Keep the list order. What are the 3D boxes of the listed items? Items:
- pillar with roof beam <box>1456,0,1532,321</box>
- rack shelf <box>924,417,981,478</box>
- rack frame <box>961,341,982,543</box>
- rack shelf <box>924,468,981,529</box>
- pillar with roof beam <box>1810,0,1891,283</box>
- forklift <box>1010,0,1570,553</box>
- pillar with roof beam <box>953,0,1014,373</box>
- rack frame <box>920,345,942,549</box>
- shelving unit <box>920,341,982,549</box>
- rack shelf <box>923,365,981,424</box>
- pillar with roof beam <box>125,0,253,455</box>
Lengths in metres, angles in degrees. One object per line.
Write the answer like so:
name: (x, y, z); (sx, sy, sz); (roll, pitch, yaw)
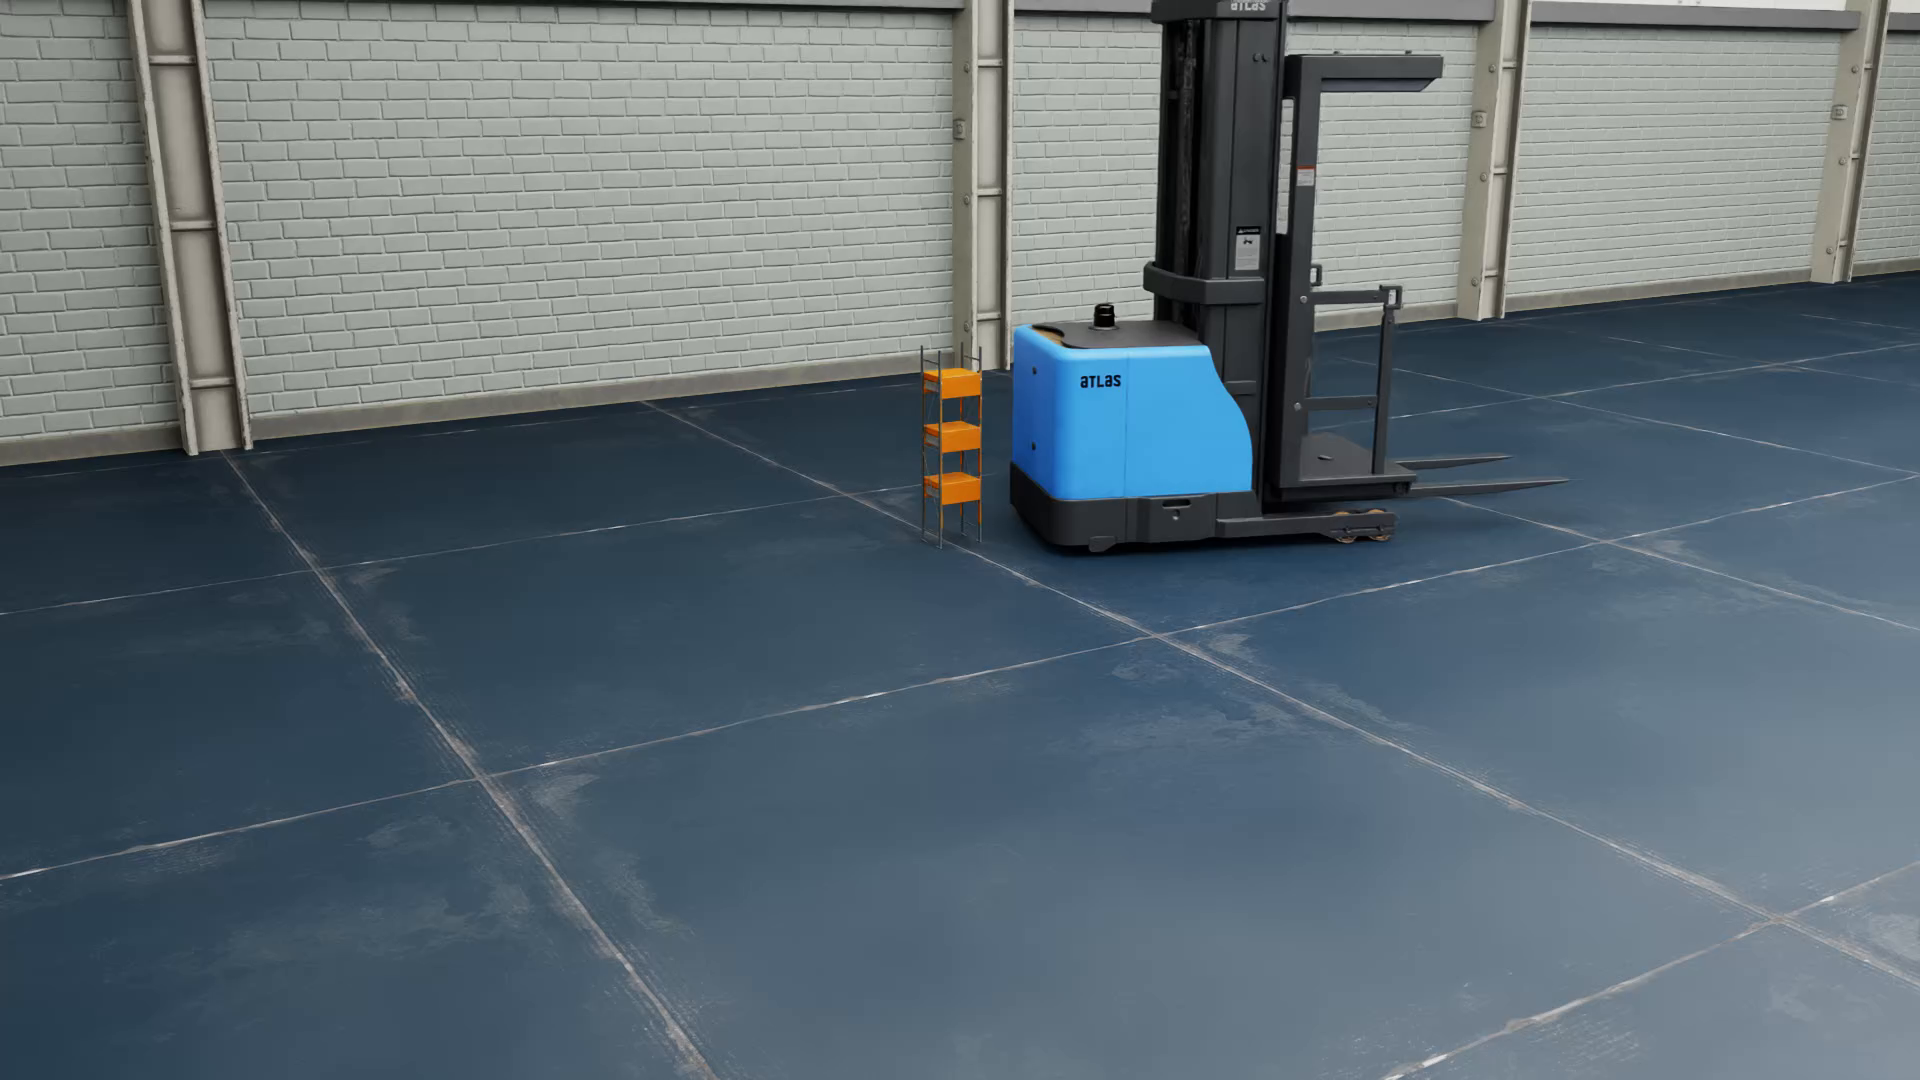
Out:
pillar with roof beam: (7.547, -5.621, 12.291); (0.400, 9.000, 9.100); (-9, 18, -30)
rack shelf: (-0.046, -0.488, 8.744); (0.240, 0.259, 0.215); (-9, 18, -30)
rack frame: (0.059, -0.515, 8.802); (0.008, 1.050, 0.200); (-9, 18, -30)
rack shelf: (-0.046, -0.220, 8.819); (0.240, 0.259, 0.215); (-9, 18, -30)
pillar with roof beam: (12.690, -6.455, 15.266); (0.400, 9.000, 9.100); (-9, 18, -30)
forklift: (1.854, -1.531, 8.940); (3.031, 2.935, 1.130); (-3, 16, -12)
pillar with roof beam: (2.404, -4.787, 9.316); (0.400, 9.000, 9.100); (-9, 18, -30)
rack frame: (-0.150, -0.481, 8.681); (0.008, 1.050, 0.200); (-9, 18, -30)
shelving unit: (-0.046, -0.498, 8.742); (0.252, 1.050, 0.215); (-9, 18, -30)
rack shelf: (-0.046, -0.761, 8.668); (0.240, 0.259, 0.215); (-9, 18, -30)
pillar with roof beam: (-2.739, -3.953, 6.340); (0.400, 9.000, 9.100); (-9, 18, -30)
